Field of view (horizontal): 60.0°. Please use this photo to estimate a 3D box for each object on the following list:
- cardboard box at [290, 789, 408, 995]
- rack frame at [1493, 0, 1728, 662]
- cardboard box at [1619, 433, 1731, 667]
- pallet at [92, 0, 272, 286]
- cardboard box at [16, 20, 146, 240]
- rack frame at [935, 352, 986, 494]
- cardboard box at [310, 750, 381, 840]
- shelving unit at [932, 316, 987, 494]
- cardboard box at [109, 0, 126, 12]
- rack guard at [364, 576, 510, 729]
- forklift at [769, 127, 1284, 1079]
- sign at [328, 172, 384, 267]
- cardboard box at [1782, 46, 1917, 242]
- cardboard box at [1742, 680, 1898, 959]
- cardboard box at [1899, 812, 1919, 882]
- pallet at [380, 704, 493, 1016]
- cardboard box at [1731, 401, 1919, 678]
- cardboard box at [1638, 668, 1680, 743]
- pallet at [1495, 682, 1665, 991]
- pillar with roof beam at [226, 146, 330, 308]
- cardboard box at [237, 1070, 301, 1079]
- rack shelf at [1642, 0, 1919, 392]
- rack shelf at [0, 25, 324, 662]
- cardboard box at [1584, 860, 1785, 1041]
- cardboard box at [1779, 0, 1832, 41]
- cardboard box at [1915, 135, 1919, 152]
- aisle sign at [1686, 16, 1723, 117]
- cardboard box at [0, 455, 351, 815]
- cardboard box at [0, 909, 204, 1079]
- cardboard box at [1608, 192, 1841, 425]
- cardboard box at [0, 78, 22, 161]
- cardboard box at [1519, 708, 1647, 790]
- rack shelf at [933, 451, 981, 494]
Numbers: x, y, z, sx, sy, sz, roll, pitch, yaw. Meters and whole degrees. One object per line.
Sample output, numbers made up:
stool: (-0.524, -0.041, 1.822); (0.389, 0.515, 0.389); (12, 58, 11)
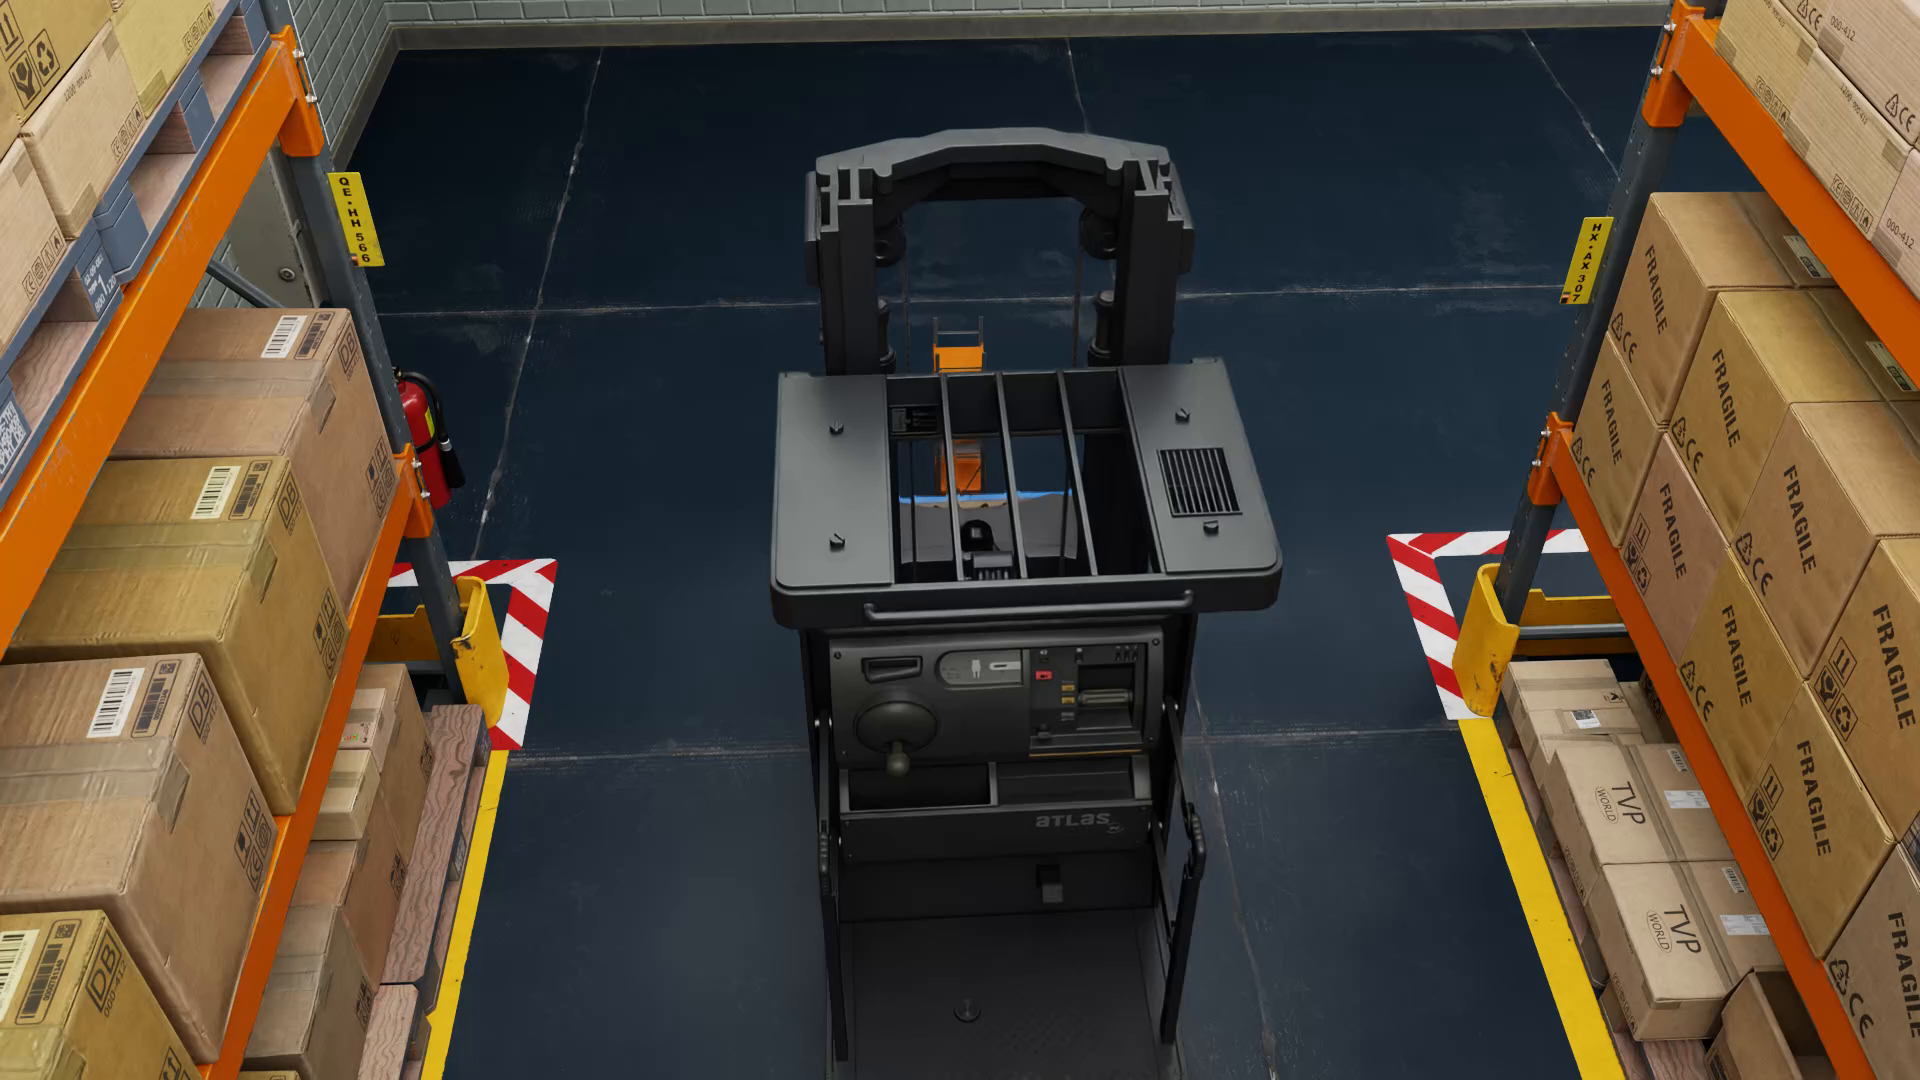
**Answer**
cardboard box: (-2.230, 1.123, 5.345); (0.700, 0.500, 0.500); (-2, 43, -2)
rack frame: (2.568, -0.596, 5.681); (1.000, 3.000, 0.127); (-2, 43, -2)
cardboard box: (2.350, 0.022, 4.932); (0.500, 0.500, 0.500); (-2, 43, -2)
pallet: (-2.339, -1.024, 3.993); (1.003, 0.211, 1.213); (-2, 43, -2)
cardboard box: (-2.062, -0.856, 3.470); (0.500, 0.250, 0.500); (-3, 43, -3)
rack frame: (0.003, -0.341, 6.845); (0.200, 1.050, 0.008); (-2, 43, -2)
cardboard box: (-2.053, 0.800, 5.217); (0.380, 0.149, 0.250); (-1, 43, -1)
shelving unit: (-0.002, -0.423, 6.935); (0.215, 1.050, 0.252); (-2, 43, -2)
cardboard box: (-2.078, -1.484, 3.600); (0.500, 0.500, 0.500); (-2, 43, -2)
rack guard: (-2.382, 0.454, 6.385); (1.175, 0.500, 0.348); (-2, 43, -2)
forklift: (0.120, 0.537, 4.495); (1.130, 2.935, 3.031); (-2, 43, -3)
sign: (-1.839, -0.972, 5.058); (0.100, 0.325, 0.005); (-2, 43, -2)
cardboard box: (2.344, -0.955, 3.963); (0.500, 0.250, 0.500); (-2, 43, -2)
cardboard box: (2.388, 0.699, 4.194); (0.500, 0.500, 0.500); (-1, 43, -1)
cardboard box: (2.412, 0.679, 3.476); (0.500, 0.500, 0.500); (-1, 43, -1)
pallet: (-2.269, 1.114, 5.879); (1.003, 0.211, 1.213); (-2, 43, -2)
cardboard box: (2.369, -0.004, 4.220); (0.500, 0.500, 0.500); (-1, 43, -1)
cardboard box: (2.837, 0.523, 5.984); (0.500, 0.500, 0.500); (-2, 43, -2)
pallet: (2.606, 1.021, 5.980); (1.003, 0.211, 1.213); (-2, 43, -2)
pillar with roof beam: (0.941, -4.585, 5.592); (9.100, 9.000, 0.400); (-2, 43, -2)
cardboard box: (-2.178, 1.822, 4.582); (0.700, 0.500, 0.500); (-1, 43, -1)
rack shelf: (2.653, -0.087, 3.437); (1.077, 0.370, 4.000); (-2, 43, -2)
rack shelf: (-2.296, 0.058, 3.279); (1.077, 0.370, 4.000); (-2, 43, -2)
cardboard box: (2.350, 1.305, 5.315); (0.500, 0.250, 0.500); (-2, 43, -2)
cardboard box: (2.329, -1.477, 4.162); (0.500, 0.250, 0.500); (-2, 43, -2)
cardboard box: (2.371, -0.802, 3.426); (0.500, 0.250, 0.500); (-2, 43, -2)
aisle sign: (2.271, -1.592, 4.843); (0.394, 0.787, 0.004); (-2, 43, -2)
cardboard box: (-2.308, 0.273, 4.511); (0.980, 0.700, 0.700); (-2, 43, -2)
cardboard box: (-2.244, 1.279, 3.413); (0.980, 0.700, 0.700); (-3, 43, -3)
cardboard box: (2.323, -0.695, 4.974); (0.500, 0.500, 0.500); (0, 43, 0)
cardboard box: (-2.037, -0.794, 2.847); (0.500, 0.500, 0.500); (-3, 43, -4)
cardboard box: (2.253, 0.747, 5.986); (0.380, 0.166, 0.250); (-2, 43, -2)
rack shelf: (-0.002, -0.210, 7.130); (0.215, 0.259, 0.240); (-2, 43, -2)
